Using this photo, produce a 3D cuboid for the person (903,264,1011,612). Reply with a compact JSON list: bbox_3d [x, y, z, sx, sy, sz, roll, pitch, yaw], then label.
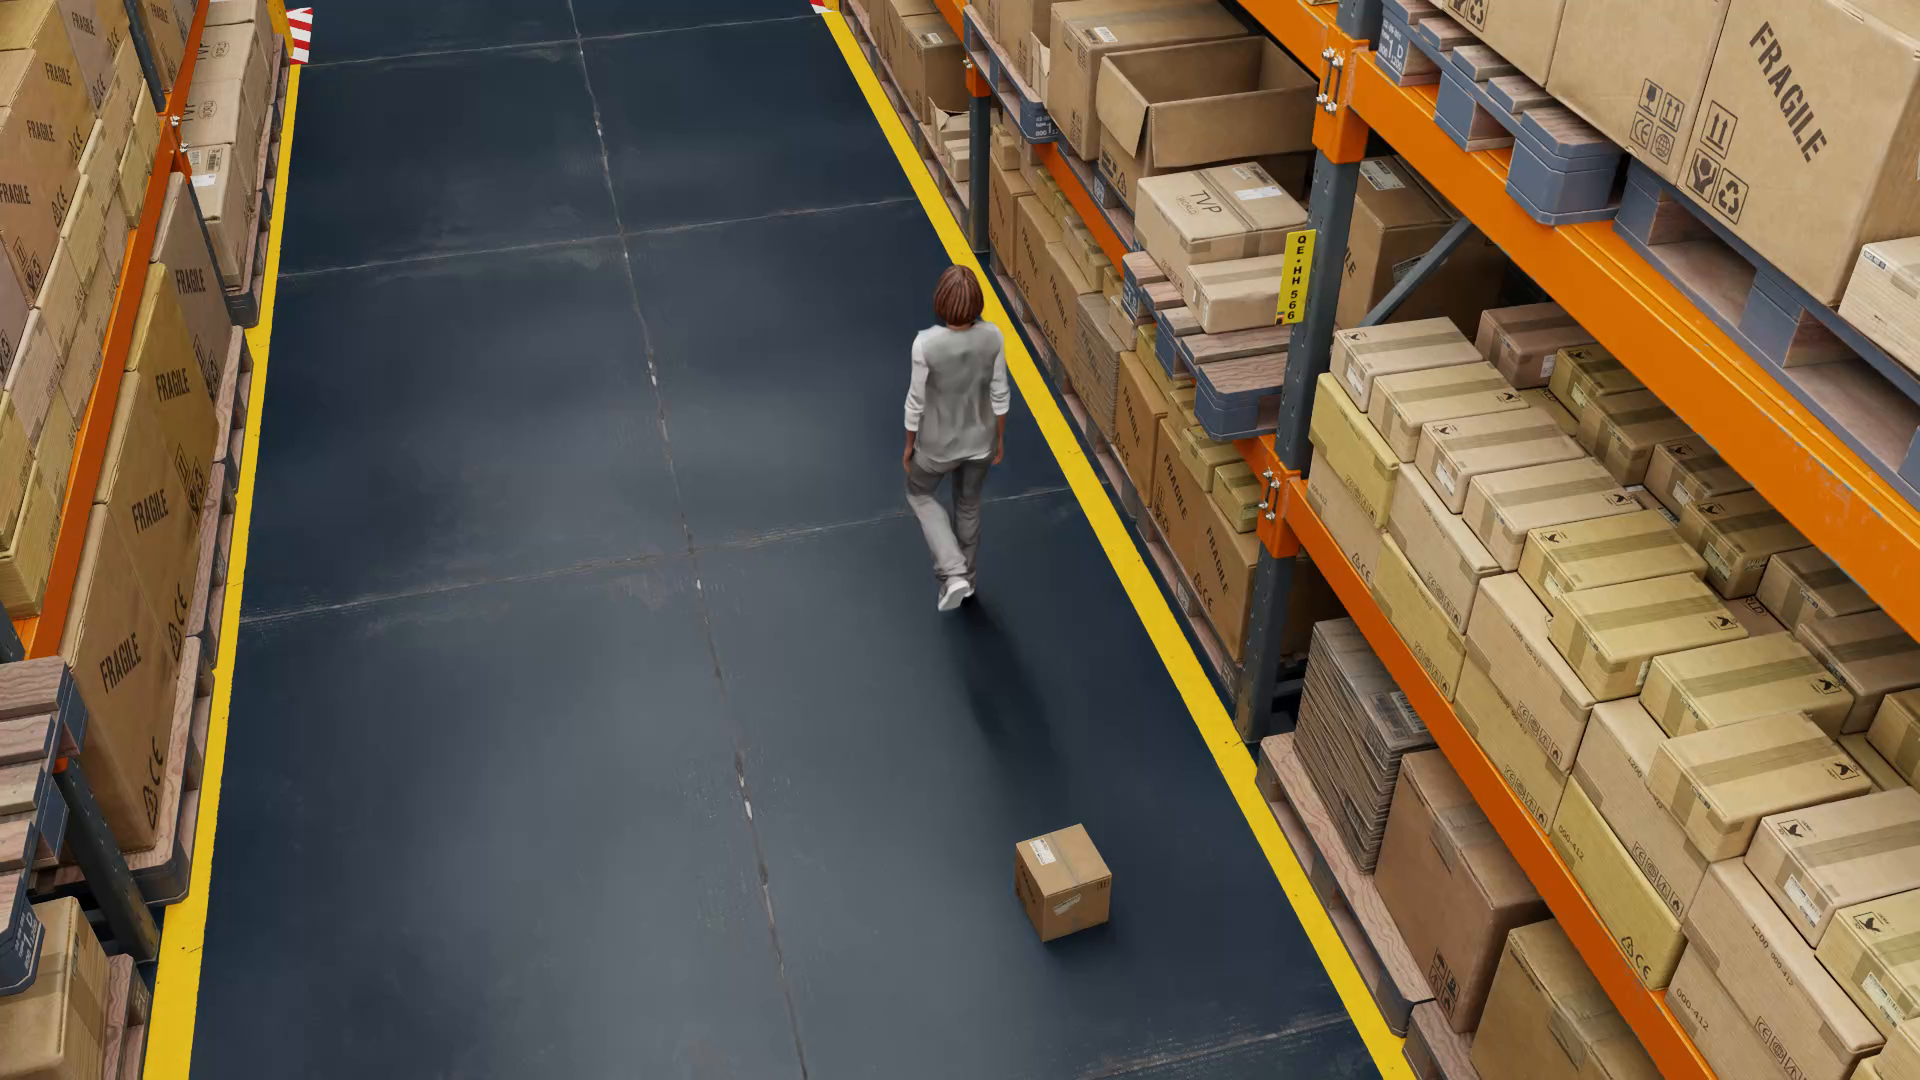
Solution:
[{"bbox_3d":[-0.007,-0.365,6.578,0.423,1.591,0.511,-11,40,-14],"label":"person"}]
